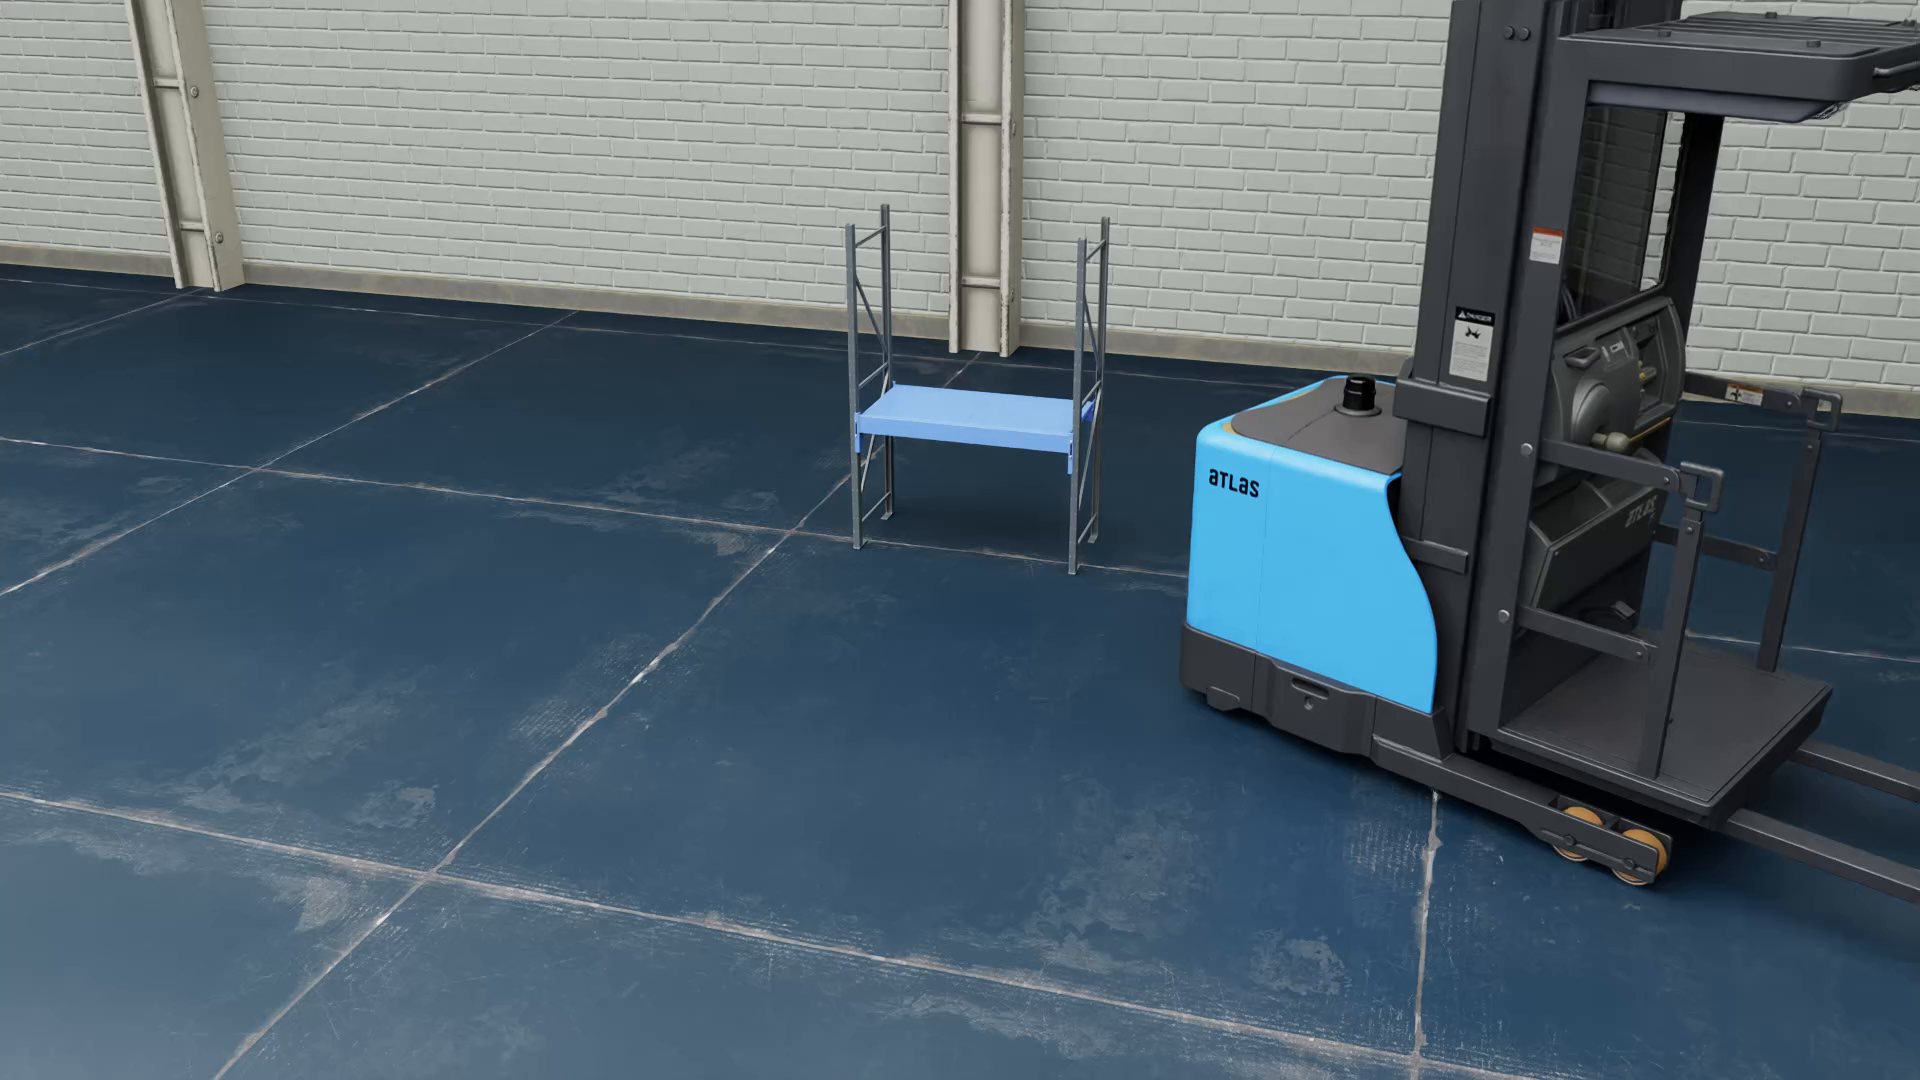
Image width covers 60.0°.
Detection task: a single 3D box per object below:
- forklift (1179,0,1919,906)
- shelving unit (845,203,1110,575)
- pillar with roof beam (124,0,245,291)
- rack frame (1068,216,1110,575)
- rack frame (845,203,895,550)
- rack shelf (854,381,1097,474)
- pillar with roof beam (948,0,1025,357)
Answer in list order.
[{"bbox_3d":[2.244,-0.510,5.151,3.031,2.935,1.130,20,30,40],"label":"forklift"},{"bbox_3d":[0.082,-0.685,7.463,1.048,1.500,0.538,7,23,16],"label":"shelving unit"},{"bbox_3d":[-6.826,-4.503,6.891,0.400,9.000,9.100,7,23,16],"label":"pillar with roof beam"},{"bbox_3d":[0.568,-0.629,7.327,0.032,1.500,0.500,7,23,16],"label":"rack frame"},{"bbox_3d":[-0.405,-0.740,7.598,0.032,1.500,0.500,7,23,16],"label":"rack frame"},{"bbox_3d":[0.082,-0.518,7.531,1.000,0.185,0.538,7,23,16],"label":"rack shelf"},{"bbox_3d":[-1.082,-3.846,5.288,0.400,9.000,9.100,7,23,16],"label":"pillar with roof beam"}]
